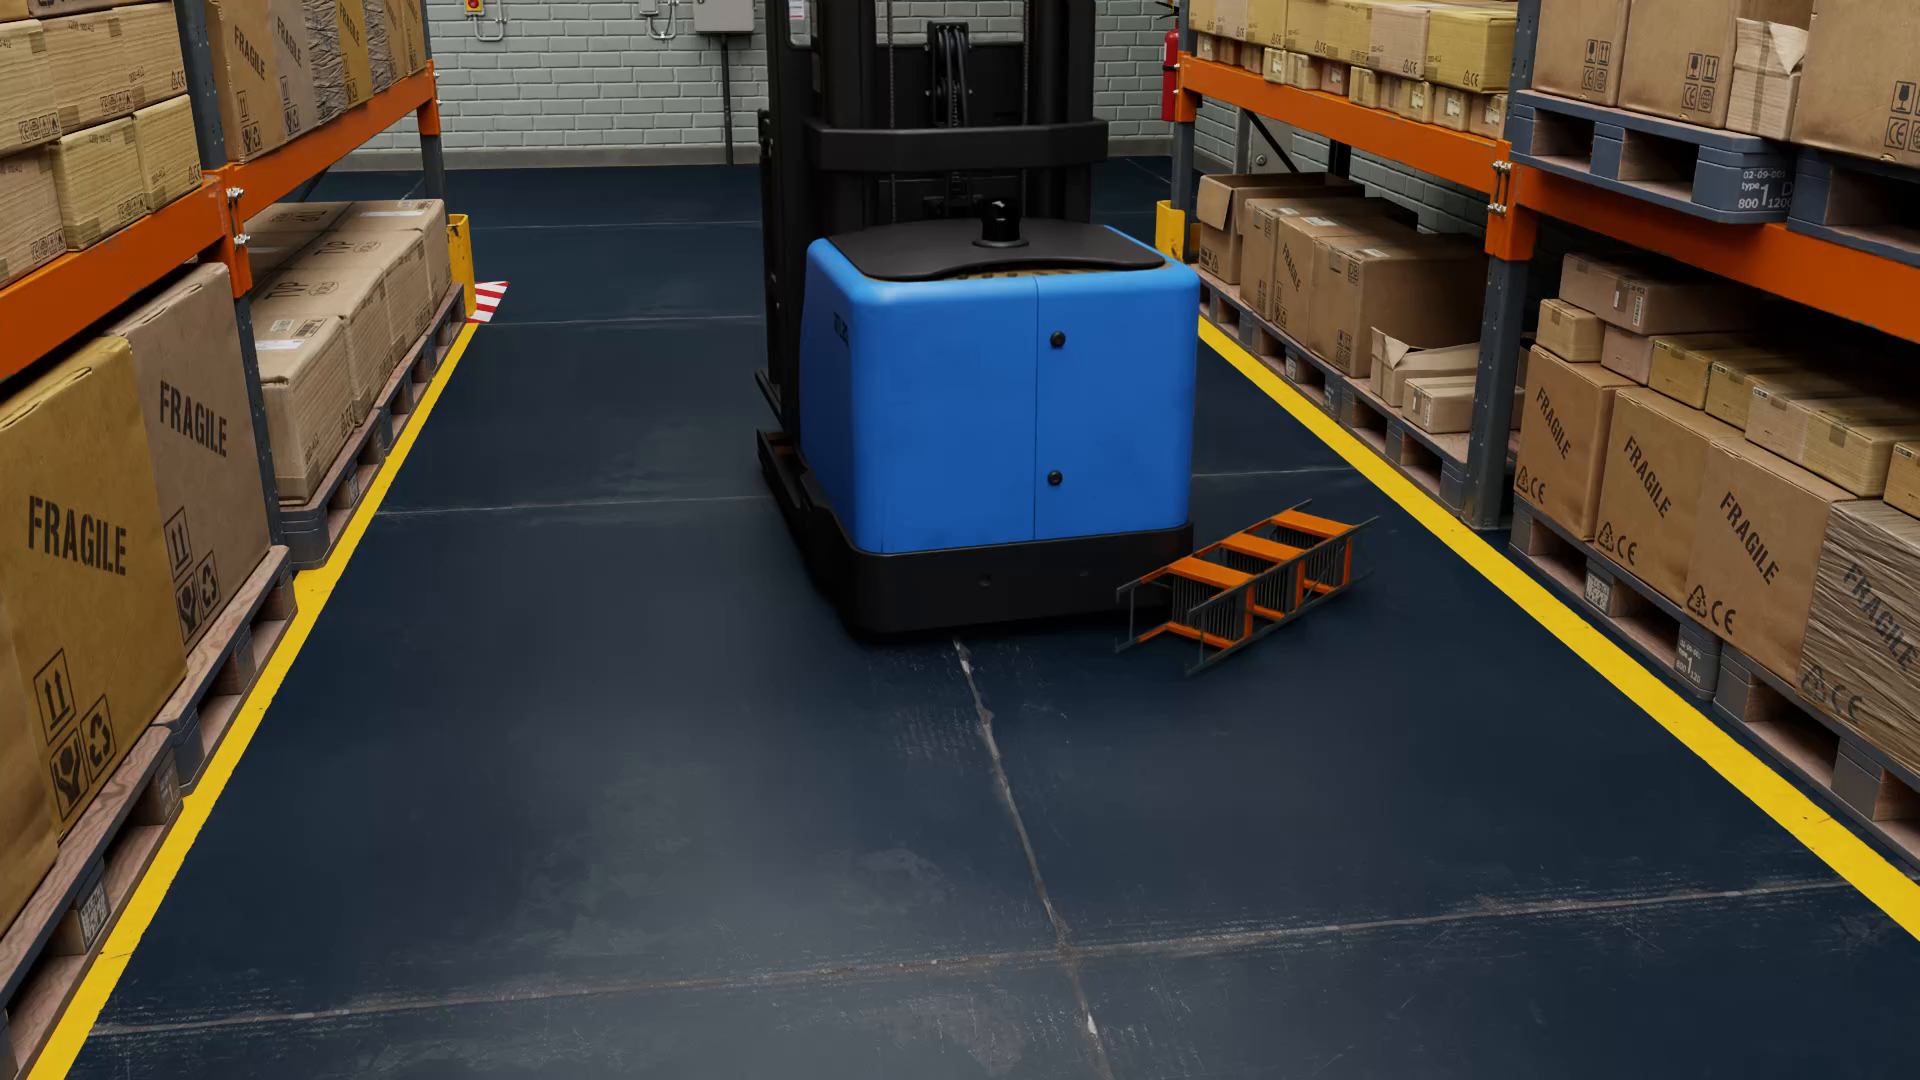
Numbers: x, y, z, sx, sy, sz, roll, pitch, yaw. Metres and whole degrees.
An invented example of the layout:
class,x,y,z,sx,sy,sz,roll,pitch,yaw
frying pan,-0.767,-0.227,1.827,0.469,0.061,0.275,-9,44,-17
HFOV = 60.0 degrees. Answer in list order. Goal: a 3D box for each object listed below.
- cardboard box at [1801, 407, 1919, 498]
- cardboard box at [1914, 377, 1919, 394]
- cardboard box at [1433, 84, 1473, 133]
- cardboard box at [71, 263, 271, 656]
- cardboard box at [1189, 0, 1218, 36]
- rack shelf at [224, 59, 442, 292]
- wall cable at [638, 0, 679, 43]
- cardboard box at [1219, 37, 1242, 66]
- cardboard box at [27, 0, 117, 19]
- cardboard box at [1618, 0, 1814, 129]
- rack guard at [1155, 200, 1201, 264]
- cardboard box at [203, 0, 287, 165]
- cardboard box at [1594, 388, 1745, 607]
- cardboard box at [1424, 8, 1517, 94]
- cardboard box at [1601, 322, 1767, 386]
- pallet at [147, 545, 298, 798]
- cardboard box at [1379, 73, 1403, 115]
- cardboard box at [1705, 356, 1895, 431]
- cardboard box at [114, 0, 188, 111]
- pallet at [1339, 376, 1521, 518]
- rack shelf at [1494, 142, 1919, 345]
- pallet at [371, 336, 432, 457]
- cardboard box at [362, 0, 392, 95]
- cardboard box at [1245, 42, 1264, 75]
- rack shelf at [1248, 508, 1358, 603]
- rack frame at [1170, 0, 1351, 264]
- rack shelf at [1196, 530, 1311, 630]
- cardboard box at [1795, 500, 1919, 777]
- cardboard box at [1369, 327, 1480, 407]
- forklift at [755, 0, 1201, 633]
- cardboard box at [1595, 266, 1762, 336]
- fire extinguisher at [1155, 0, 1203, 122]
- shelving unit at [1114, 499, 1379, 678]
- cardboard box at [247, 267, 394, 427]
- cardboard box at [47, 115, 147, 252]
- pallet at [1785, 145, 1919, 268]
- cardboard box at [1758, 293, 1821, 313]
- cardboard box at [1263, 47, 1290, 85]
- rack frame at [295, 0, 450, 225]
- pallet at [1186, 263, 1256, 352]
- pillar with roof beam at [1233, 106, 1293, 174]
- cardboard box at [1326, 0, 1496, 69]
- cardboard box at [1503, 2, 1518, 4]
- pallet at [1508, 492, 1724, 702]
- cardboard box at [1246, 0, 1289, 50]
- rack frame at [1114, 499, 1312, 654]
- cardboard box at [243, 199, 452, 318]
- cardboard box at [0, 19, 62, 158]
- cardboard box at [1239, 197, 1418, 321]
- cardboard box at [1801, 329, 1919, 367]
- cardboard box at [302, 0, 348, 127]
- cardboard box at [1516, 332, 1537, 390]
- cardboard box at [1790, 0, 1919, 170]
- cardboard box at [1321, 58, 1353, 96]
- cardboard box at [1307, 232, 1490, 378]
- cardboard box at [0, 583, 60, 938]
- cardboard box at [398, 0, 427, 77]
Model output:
class,x,y,z,sx,sy,sz,roll,pitch,yaw
cardboard box,2.312,-0.218,4.058,0.380,0.149,0.250,-2,21,-6
cardboard box,2.748,-0.332,4.362,0.380,0.149,0.250,-2,21,-6
cardboard box,1.919,-1.544,5.922,0.380,0.149,0.250,-2,21,-6
cardboard box,-2.469,-0.214,4.439,0.875,0.875,0.875,-2,21,-6
cardboard box,1.496,-2.758,8.603,0.500,0.250,0.500,-3,21,-7
rack shelf,-2.926,-1.579,6.684,1.077,0.370,4.000,-3,21,-8
wall cable,-2.648,-5.111,13.661,0.588,1.984,0.122,-3,21,-8
cardboard box,1.555,-2.529,8.559,0.380,0.149,0.250,-2,21,-6
cardboard box,-2.243,-1.418,3.653,0.500,0.500,0.500,-3,21,-7
cardboard box,2.197,-1.360,4.328,0.700,0.500,0.500,-3,21,-7
rack guard,1.708,-1.663,9.453,1.175,0.500,0.348,-3,21,-8
cardboard box,-2.446,-1.446,5.157,0.500,0.500,0.500,-2,21,-6
cardboard box,2.207,-0.138,4.771,0.500,0.500,0.500,-3,21,-8
cardboard box,1.959,-1.708,5.791,0.500,0.250,0.500,-2,21,-6
cardboard box,2.178,-0.575,5.014,0.380,0.149,0.250,-3,21,-9
pallet,-2.452,0.346,4.487,1.003,0.211,1.213,-3,21,-8
cardboard box,1.846,-1.725,6.406,0.380,0.149,0.250,-2,21,-6
cardboard box,2.280,-0.392,4.525,0.380,0.149,0.250,-3,21,-9
cardboard box,-2.334,-1.247,4.267,0.500,0.250,0.500,-3,21,-8
pallet,2.176,-0.406,6.503,1.003,0.211,1.213,-3,21,-8
rack shelf,2.562,-0.445,3.650,1.077,0.370,4.000,-3,21,-8
pallet,-2.849,-0.607,7.041,1.003,0.211,1.213,-3,21,-8
cardboard box,-2.742,-2.149,7.041,0.500,0.500,0.500,-2,21,-6
cardboard box,1.603,-2.349,8.077,0.380,0.149,0.250,-2,21,-6
rack shelf,1.071,0.053,5.223,0.240,0.215,0.259,18,27,39
rack frame,1.697,-2.860,9.086,1.000,3.000,0.127,-3,21,-8
rack shelf,0.881,0.127,5.025,0.240,0.215,0.259,18,27,39
cardboard box,2.343,0.215,3.826,0.500,0.500,0.500,-4,21,-10
cardboard box,1.851,-0.693,6.591,0.396,0.266,0.258,-2,21,-6
forklift,-0.157,-1.588,5.779,1.130,2.935,3.031,-5,21,-13
cardboard box,2.147,-0.719,4.973,0.380,0.149,0.250,-4,21,-10
fire extinguisher,1.218,-2.677,9.239,0.296,0.674,0.183,-3,21,-8
shelving unit,0.888,0.124,5.033,0.252,0.215,1.050,18,27,39
cardboard box,-2.752,-0.752,6.505,0.875,0.438,0.875,-4,21,-9
cardboard box,-2.251,-0.834,3.876,0.500,0.250,0.500,-3,21,-9
pallet,2.565,-0.673,3.506,1.003,0.211,1.213,-3,21,-8
cardboard box,2.612,-0.692,5.326,0.380,0.149,0.250,-4,21,-10
cardboard box,1.609,-2.166,7.587,0.380,0.149,0.250,-4,21,-9
rack frame,-3.214,-2.608,8.412,1.000,3.000,0.127,-3,21,-8
pallet,1.824,-1.251,8.765,1.003,0.211,1.213,-3,21,-8
pillar with roof beam,-2.060,-6.432,10.076,9.100,9.000,0.400,-3,21,-8
cardboard box,1.813,-2.054,6.718,0.500,0.250,0.500,-3,21,-8
cardboard box,2.390,-1.902,6.312,0.500,0.250,0.500,-3,21,-8
pallet,2.428,0.111,5.117,1.003,0.211,1.213,-3,21,-8
cardboard box,1.645,-2.408,7.666,0.500,0.250,0.500,-3,21,-9
rack frame,0.798,0.096,5.109,0.008,0.200,1.050,18,27,39
cardboard box,-3.020,-1.381,8.189,0.875,0.438,0.875,-4,21,-10
cardboard box,-2.174,-0.895,3.325,0.500,0.250,0.500,-2,21,-6
cardboard box,1.776,-1.371,8.072,0.700,0.500,0.500,-2,21,-6
cardboard box,2.699,-0.517,4.859,0.380,0.149,0.250,-3,21,-7
cardboard box,-2.580,-1.793,6.086,0.500,0.500,0.500,-3,21,-7
cardboard box,2.412,-0.653,6.419,0.500,0.311,0.500,-2,21,-6
cardboard box,2.310,-1.089,3.601,0.700,0.500,0.500,-3,21,-8
cardboard box,1.773,-1.990,7.116,0.380,0.149,0.250,-3,21,-8
cardboard box,1.926,-1.012,7.110,0.700,0.500,0.500,-4,21,-10
cardboard box,-2.203,0.408,2.773,0.875,0.875,0.875,-3,21,-7
cardboard box,-2.883,-2.501,7.983,0.500,0.500,0.500,-3,21,-7
